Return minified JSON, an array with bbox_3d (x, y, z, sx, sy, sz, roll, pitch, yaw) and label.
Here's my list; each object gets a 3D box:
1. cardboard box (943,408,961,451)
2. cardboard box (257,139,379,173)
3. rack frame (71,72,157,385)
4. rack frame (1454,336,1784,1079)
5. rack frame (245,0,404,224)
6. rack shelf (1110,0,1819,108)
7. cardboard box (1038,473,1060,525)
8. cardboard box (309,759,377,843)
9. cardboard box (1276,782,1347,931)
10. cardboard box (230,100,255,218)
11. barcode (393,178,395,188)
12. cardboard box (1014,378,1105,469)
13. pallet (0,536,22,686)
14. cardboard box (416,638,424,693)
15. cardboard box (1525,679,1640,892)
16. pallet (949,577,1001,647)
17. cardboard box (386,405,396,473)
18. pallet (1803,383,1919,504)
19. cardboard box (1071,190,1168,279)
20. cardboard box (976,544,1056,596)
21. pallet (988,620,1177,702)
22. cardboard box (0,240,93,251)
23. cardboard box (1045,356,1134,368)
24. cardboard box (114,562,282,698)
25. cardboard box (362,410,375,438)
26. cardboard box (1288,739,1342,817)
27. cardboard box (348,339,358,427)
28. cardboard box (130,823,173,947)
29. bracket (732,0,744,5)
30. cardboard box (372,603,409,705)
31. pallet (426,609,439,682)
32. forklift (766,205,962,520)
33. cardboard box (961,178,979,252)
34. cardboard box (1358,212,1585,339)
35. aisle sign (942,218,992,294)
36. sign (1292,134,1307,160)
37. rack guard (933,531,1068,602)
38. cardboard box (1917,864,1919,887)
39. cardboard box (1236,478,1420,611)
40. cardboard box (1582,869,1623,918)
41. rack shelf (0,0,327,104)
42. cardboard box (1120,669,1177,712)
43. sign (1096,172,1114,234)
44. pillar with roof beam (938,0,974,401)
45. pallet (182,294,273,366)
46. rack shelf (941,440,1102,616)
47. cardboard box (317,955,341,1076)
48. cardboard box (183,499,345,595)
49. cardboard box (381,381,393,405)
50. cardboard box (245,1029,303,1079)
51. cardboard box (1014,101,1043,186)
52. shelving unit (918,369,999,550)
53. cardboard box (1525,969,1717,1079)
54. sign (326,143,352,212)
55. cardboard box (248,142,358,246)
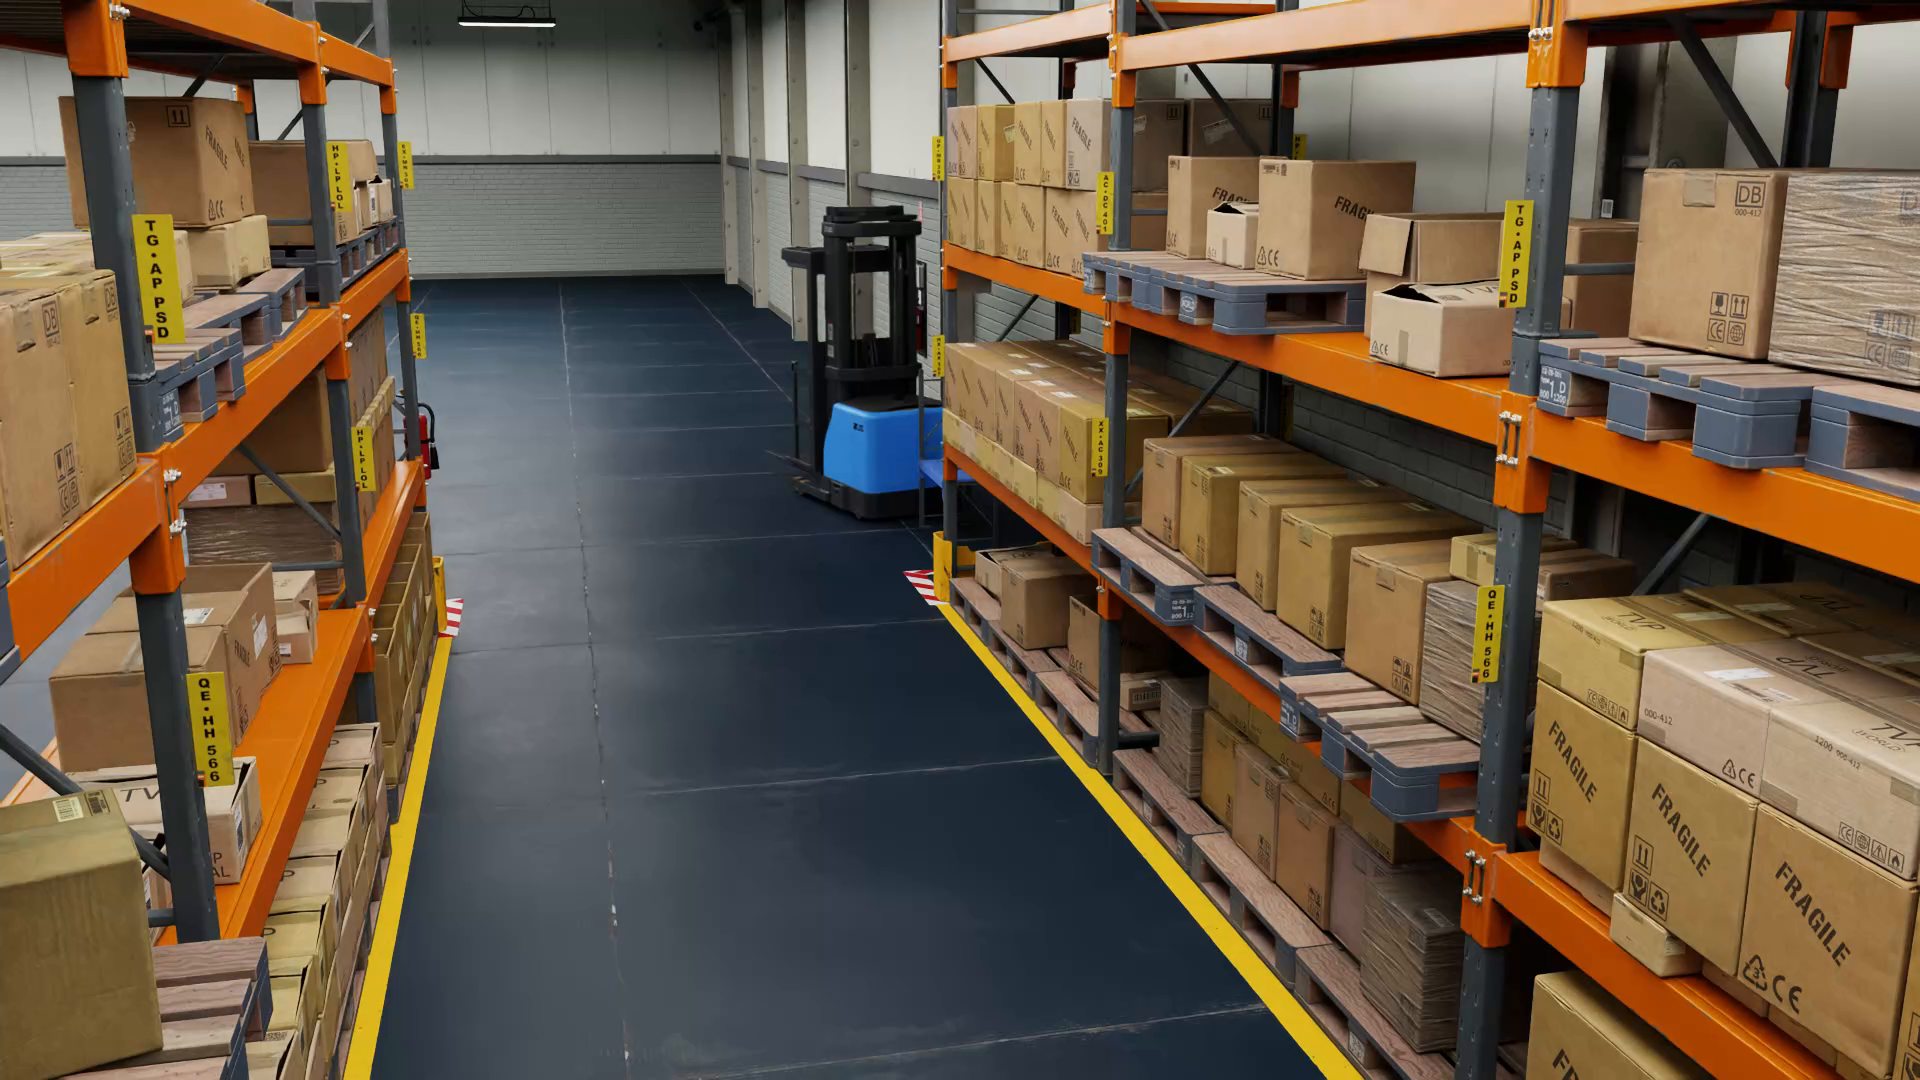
[{"bbox_3d":[0.171,-0.854,12.699,0.500,0.250,0.500,-4,14,-15],"label":"cardboard box"},{"bbox_3d":[-4.319,-2.417,11.105,0.797,0.503,0.637,-2,14,-9],"label":"cardboard box"},{"bbox_3d":[-2.571,-1.839,3.817,1.000,3.000,0.127,-3,14,-13],"label":"rack frame"},{"bbox_3d":[2.243,0.798,5.663,1.000,3.000,0.127,-3,14,-13],"label":"rack frame"},{"bbox_3d":[-4.450,-3.685,11.371,1.000,3.000,0.127,-3,14,-13],"label":"rack frame"},{"bbox_3d":[1.774,-2.034,6.972,1.077,0.370,4.000,-3,14,-13],"label":"rack shelf"},{"bbox_3d":[0.789,-0.269,10.305,0.500,0.250,0.500,-3,14,-13],"label":"cardboard box"},{"bbox_3d":[-3.008,1.209,7.709,0.500,0.311,0.500,-3,14,-12],"label":"cardboard box"},{"bbox_3d":[1.871,1.397,7.551,0.700,0.500,0.500,-3,14,-13],"label":"cardboard box"},{"bbox_3d":[-3.404,-1.656,7.237,0.500,0.500,0.500,-3,14,-13],"label":"cardboard box"},{"bbox_3d":[-3.910,-2.467,11.483,0.001,0.075,0.075,-3,14,-13],"label":"barcode"},{"bbox_3d":[0.662,-0.749,10.690,0.500,0.500,0.500,-4,14,-15],"label":"cardboard box"},{"bbox_3d":[-1.963,0.239,2.029,1.213,0.211,1.003,-3,14,-13],"label":"pallet"},{"bbox_3d":[-3.673,0.814,10.507,0.500,0.250,0.500,-3,14,-13],"label":"cardboard box"},{"bbox_3d":[2.109,0.722,5.096,0.500,0.500,0.500,-3,14,-12],"label":"cardboard box"},{"bbox_3d":[0.539,0.514,12.701,1.003,0.211,1.213,-3,14,-13],"label":"pallet"},{"bbox_3d":[-4.352,-0.711,11.627,0.700,0.500,0.500,-3,14,-13],"label":"cardboard box"},{"bbox_3d":[2.712,-0.164,3.678,1.003,0.211,1.213,-3,14,-11],"label":"pallet"},{"bbox_3d":[0.945,-1.743,9.492,0.500,0.500,0.500,-3,14,-12],"label":"cardboard box"},{"bbox_3d":[0.440,0.210,12.810,0.500,0.311,0.500,-5,15,-20],"label":"cardboard box"},{"bbox_3d":[0.822,0.795,11.551,1.003,0.211,1.213,-3,14,-13],"label":"pallet"},{"bbox_3d":[-2.996,-0.867,5.590,0.500,0.250,0.500,-4,14,-14],"label":"cardboard box"},{"bbox_3d":[0.916,-1.016,11.782,0.500,0.500,0.500,-4,14,-15],"label":"cardboard box"},{"bbox_3d":[-3.222,0.403,7.068,0.500,0.500,0.500,-2,14,-9],"label":"cardboard box"},{"bbox_3d":[-3.808,-0.699,10.213,0.380,0.149,0.250,-3,14,-14],"label":"cardboard box"},{"bbox_3d":[1.825,1.018,7.523,0.500,0.250,0.500,-3,14,-13],"label":"cardboard box"},{"bbox_3d":[-3.857,-0.860,9.508,0.700,0.500,0.500,-3,14,-13],"label":"cardboard box"},{"bbox_3d":[-2.614,1.032,4.893,0.500,0.311,0.500,-2,14,-10],"label":"cardboard box"},{"bbox_3d":[-4.514,-11.018,33.803,0.235,0.232,0.430,-3,14,-13],"label":"bracket"},{"bbox_3d":[-3.440,0.680,9.473,0.500,0.500,0.500,-3,14,-13],"label":"cardboard box"},{"bbox_3d":[-4.229,0.758,11.701,1.003,0.211,1.213,-3,14,-13],"label":"pallet"},{"bbox_3d":[-1.128,-1.922,16.941,1.130,2.935,3.031,-7,16,-28],"label":"forklift"},{"bbox_3d":[0.292,-2.346,11.958,0.500,0.500,0.500,-2,14,-9],"label":"cardboard box"},{"bbox_3d":[2.029,-1.023,6.537,0.797,0.503,0.637,-1,14,-5],"label":"cardboard box"},{"bbox_3d":[0.056,-2.310,12.908,0.394,0.787,0.004,-3,14,-13],"label":"aisle sign"},{"bbox_3d":[1.843,-2.056,9.106,0.100,0.325,0.005,-3,14,-13],"label":"sign"},{"bbox_3d":[0.382,0.184,13.442,1.175,0.500,0.348,-3,14,-13],"label":"rack guard"},{"bbox_3d":[2.474,0.707,3.577,0.500,0.250,0.500,-4,14,-14],"label":"cardboard box"},{"bbox_3d":[1.700,0.012,7.743,0.700,0.500,0.500,-1,14,-5],"label":"cardboard box"},{"bbox_3d":[2.146,1.058,5.086,0.380,0.149,0.250,-3,14,-12],"label":"cardboard box"},{"bbox_3d":[-3.041,-1.757,5.838,1.077,0.370,4.000,-3,14,-13],"label":"rack shelf"},{"bbox_3d":[1.149,0.916,10.222,0.380,0.166,0.250,-5,15,-21],"label":"cardboard box"},{"bbox_3d":[0.778,-1.801,8.891,0.100,0.325,0.005,-3,14,-13],"label":"sign"},{"bbox_3d":[-4.224,-4.993,16.724,9.100,9.000,0.400,-3,14,-13],"label":"pillar with roof beam"},{"bbox_3d":[-3.083,-0.700,5.871,1.003,0.211,1.213,-3,14,-11],"label":"pallet"},{"bbox_3d":[0.834,-0.236,11.414,1.077,0.370,4.000,-3,14,-13],"label":"rack shelf"},{"bbox_3d":[-2.655,1.834,6.331,0.500,0.250,0.500,-4,14,-15],"label":"cardboard box"},{"bbox_3d":[-3.621,0.002,8.712,0.700,0.500,0.500,-4,14,-15],"label":"cardboard box"},{"bbox_3d":[-4.112,-0.996,11.430,0.380,0.149,0.250,-3,14,-12],"label":"cardboard box"},{"bbox_3d":[-2.408,1.797,5.300,0.500,0.311,0.500,-3,14,-11],"label":"cardboard box"},{"bbox_3d":[0.651,-2.472,10.368,0.500,0.500,0.500,-4,14,-15],"label":"cardboard box"},{"bbox_3d":[-0.020,-0.748,15.153,0.538,1.500,1.048,-3,14,-13],"label":"shelving unit"},{"bbox_3d":[2.289,1.815,5.144,0.750,0.750,0.750,-3,14,-14],"label":"cardboard box"},{"bbox_3d":[-2.985,-1.741,7.984,0.100,0.325,0.005,-3,14,-13],"label":"sign"},{"bbox_3d":[-3.372,-1.756,8.407,0.500,0.500,0.500,-2,14,-9],"label":"cardboard box"}]
